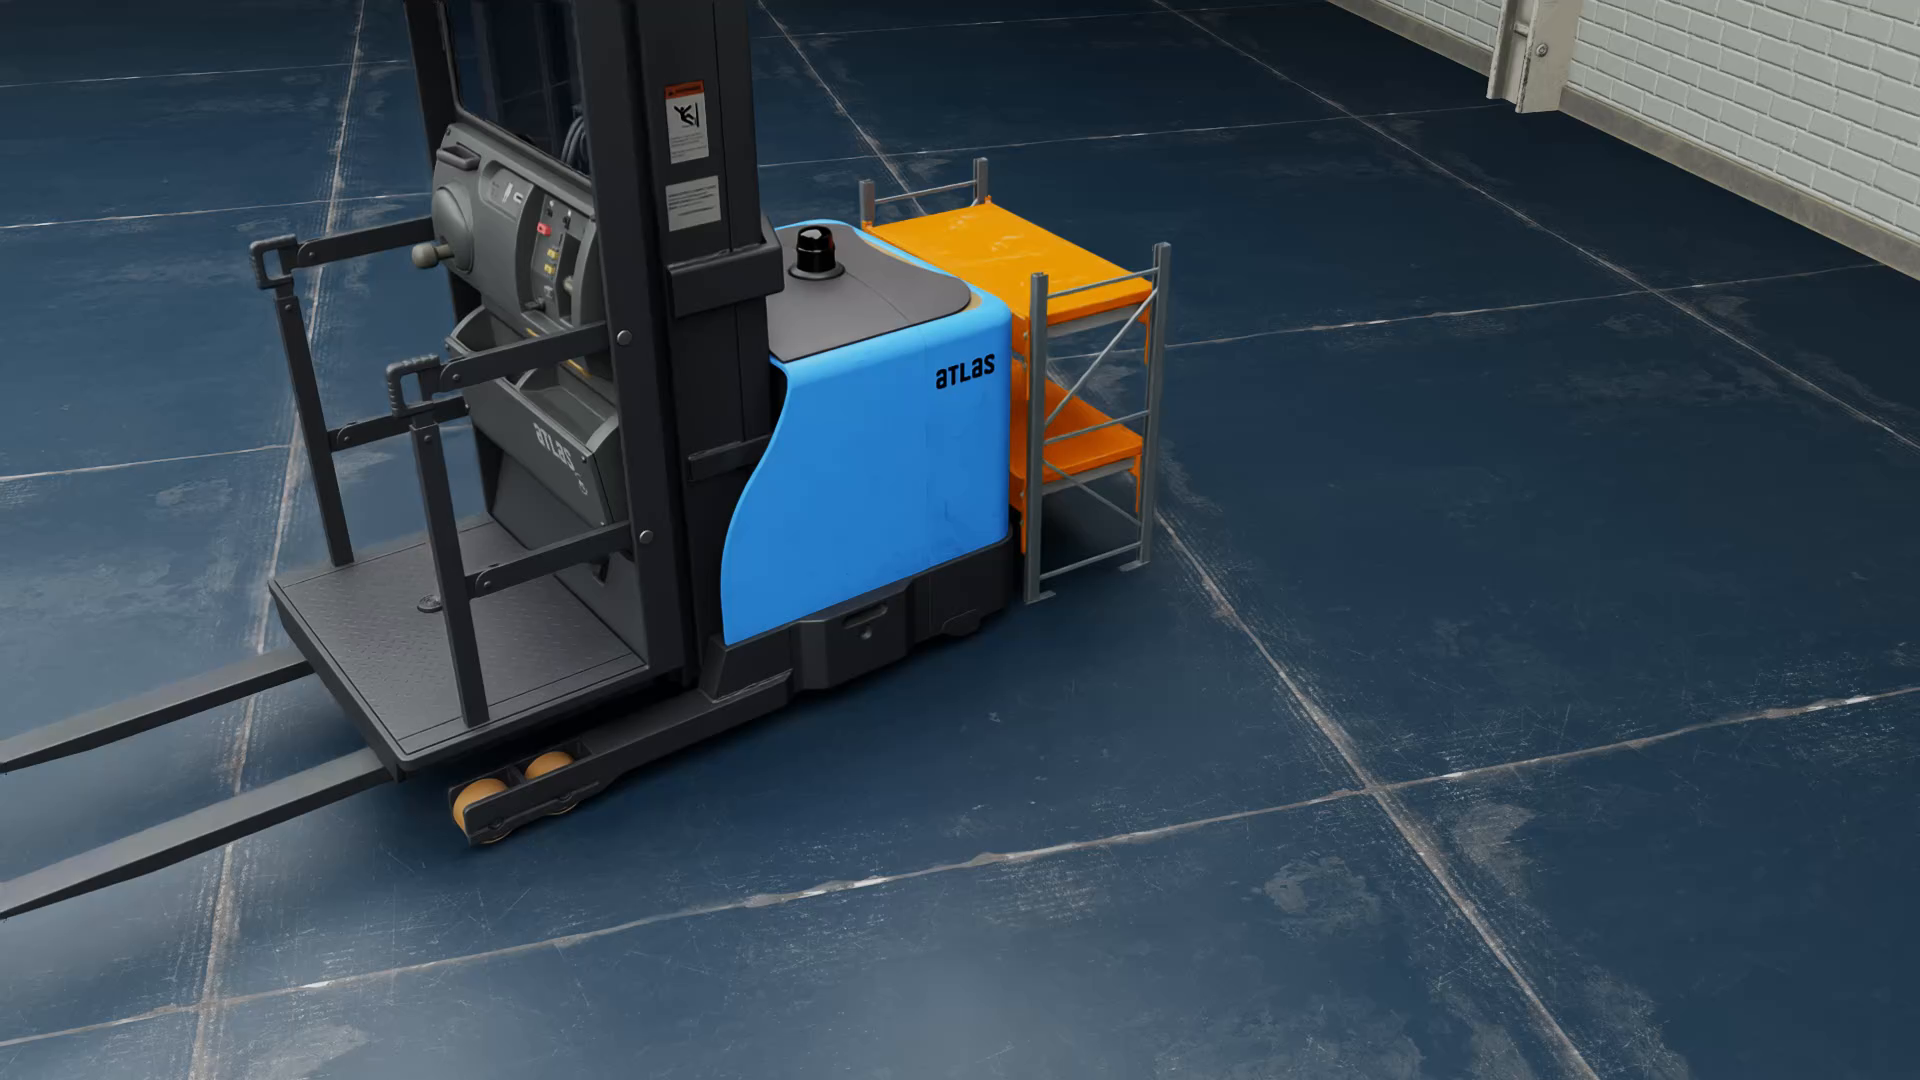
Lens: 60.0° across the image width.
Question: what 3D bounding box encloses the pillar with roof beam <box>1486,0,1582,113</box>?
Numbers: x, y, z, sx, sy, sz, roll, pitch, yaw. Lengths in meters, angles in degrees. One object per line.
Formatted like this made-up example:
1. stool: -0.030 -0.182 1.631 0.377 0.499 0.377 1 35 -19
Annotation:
1. pillar with roof beam: -0.579 -6.090 7.288 9.100 9.000 0.400 -8 31 -13

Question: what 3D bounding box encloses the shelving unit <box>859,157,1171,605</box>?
1. shelving unit: 0.152 -0.564 5.602 0.538 1.125 1.048 -18 34 -28

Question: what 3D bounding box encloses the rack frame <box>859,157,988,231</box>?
1. rack frame: -0.120 -0.779 5.973 0.500 1.125 0.032 -18 34 -28

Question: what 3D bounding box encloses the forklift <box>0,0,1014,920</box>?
1. forklift: -1.316 -0.772 4.158 3.031 2.935 1.130 -21 36 -31

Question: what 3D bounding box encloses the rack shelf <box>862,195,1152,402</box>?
1. rack shelf: 0.152 -0.818 5.455 0.538 0.278 1.000 -18 34 -28

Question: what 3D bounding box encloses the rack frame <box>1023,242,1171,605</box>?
1. rack frame: 0.424 -0.349 5.230 0.500 1.125 0.032 -18 34 -28

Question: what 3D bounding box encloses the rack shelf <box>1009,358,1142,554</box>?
1. rack shelf: 0.152 -0.353 5.724 0.538 0.278 1.000 -18 34 -28
